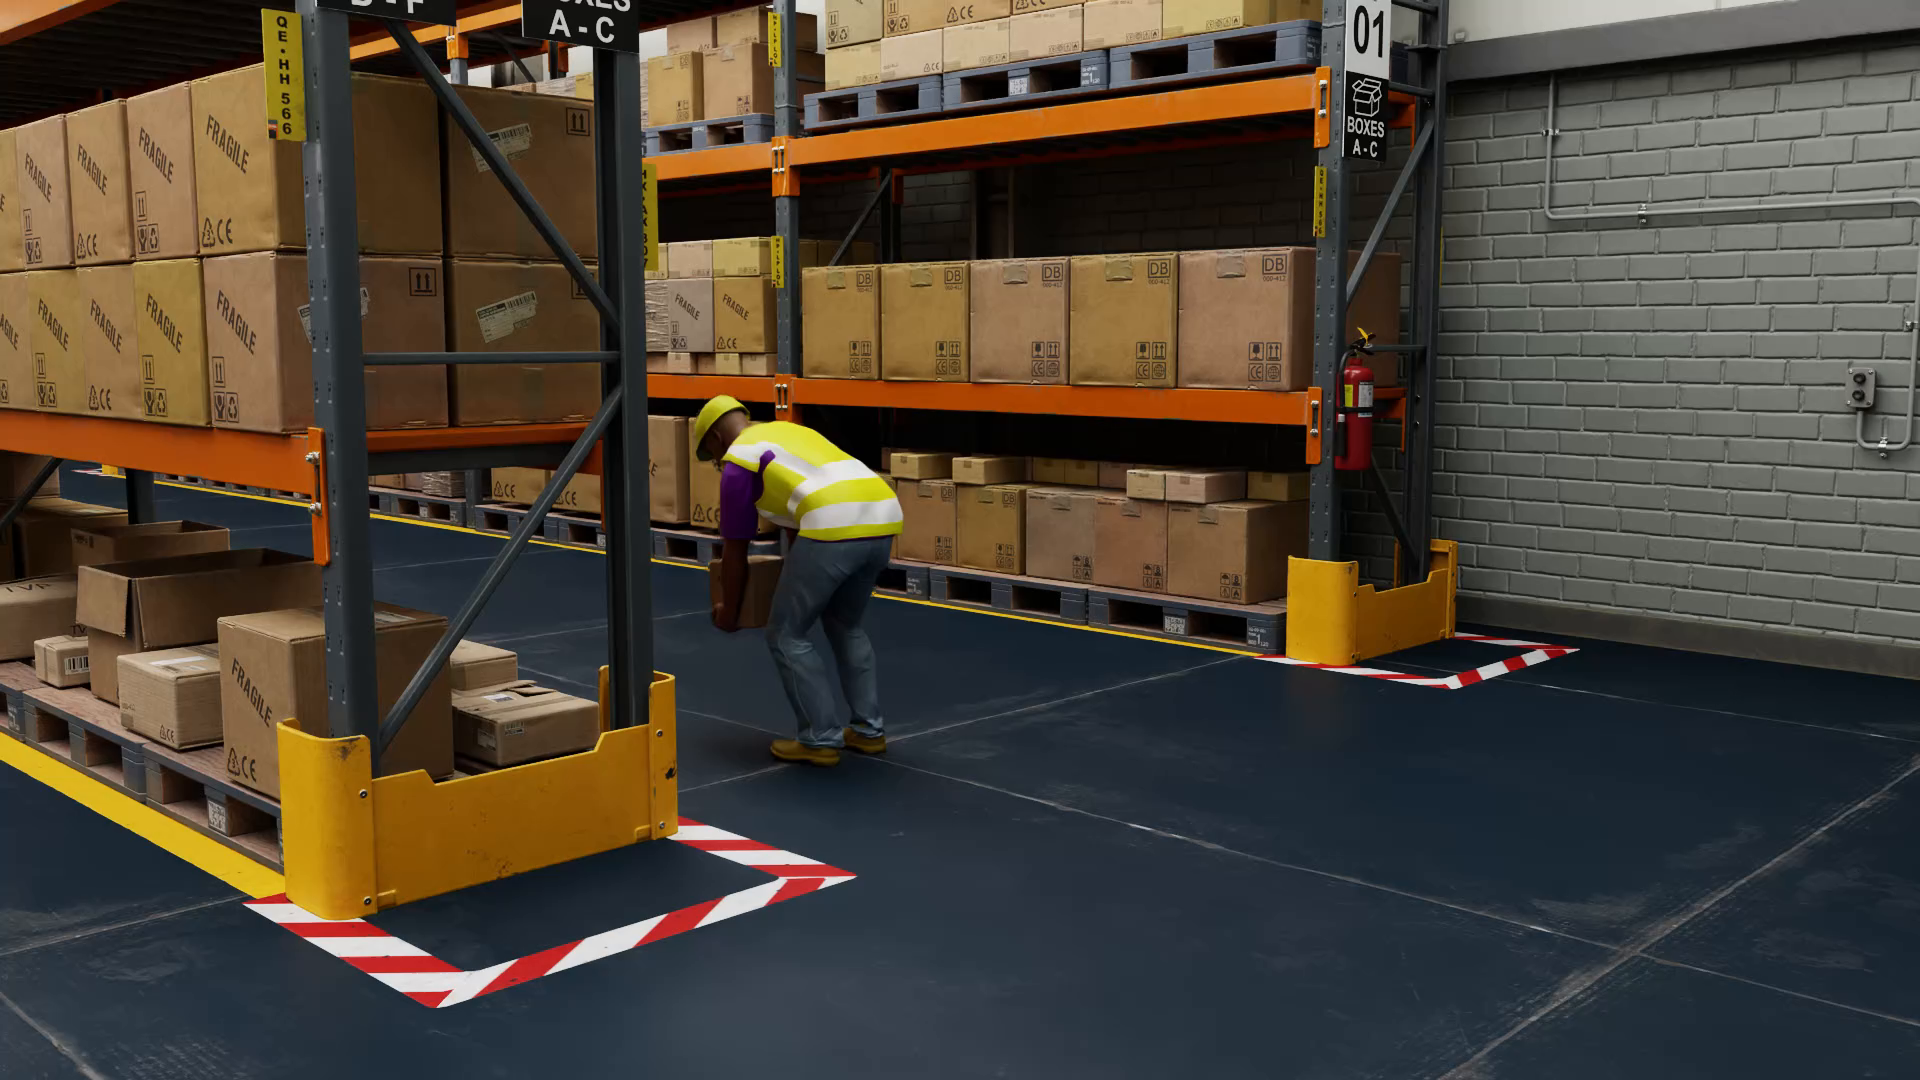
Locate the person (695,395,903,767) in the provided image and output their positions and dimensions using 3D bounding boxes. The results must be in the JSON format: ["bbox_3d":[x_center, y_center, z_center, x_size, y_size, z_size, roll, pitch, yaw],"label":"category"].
[{"bbox_3d":[-0.651,0.130,6.323,0.912,1.342,0.491,5,9,37],"label":"person"}]
